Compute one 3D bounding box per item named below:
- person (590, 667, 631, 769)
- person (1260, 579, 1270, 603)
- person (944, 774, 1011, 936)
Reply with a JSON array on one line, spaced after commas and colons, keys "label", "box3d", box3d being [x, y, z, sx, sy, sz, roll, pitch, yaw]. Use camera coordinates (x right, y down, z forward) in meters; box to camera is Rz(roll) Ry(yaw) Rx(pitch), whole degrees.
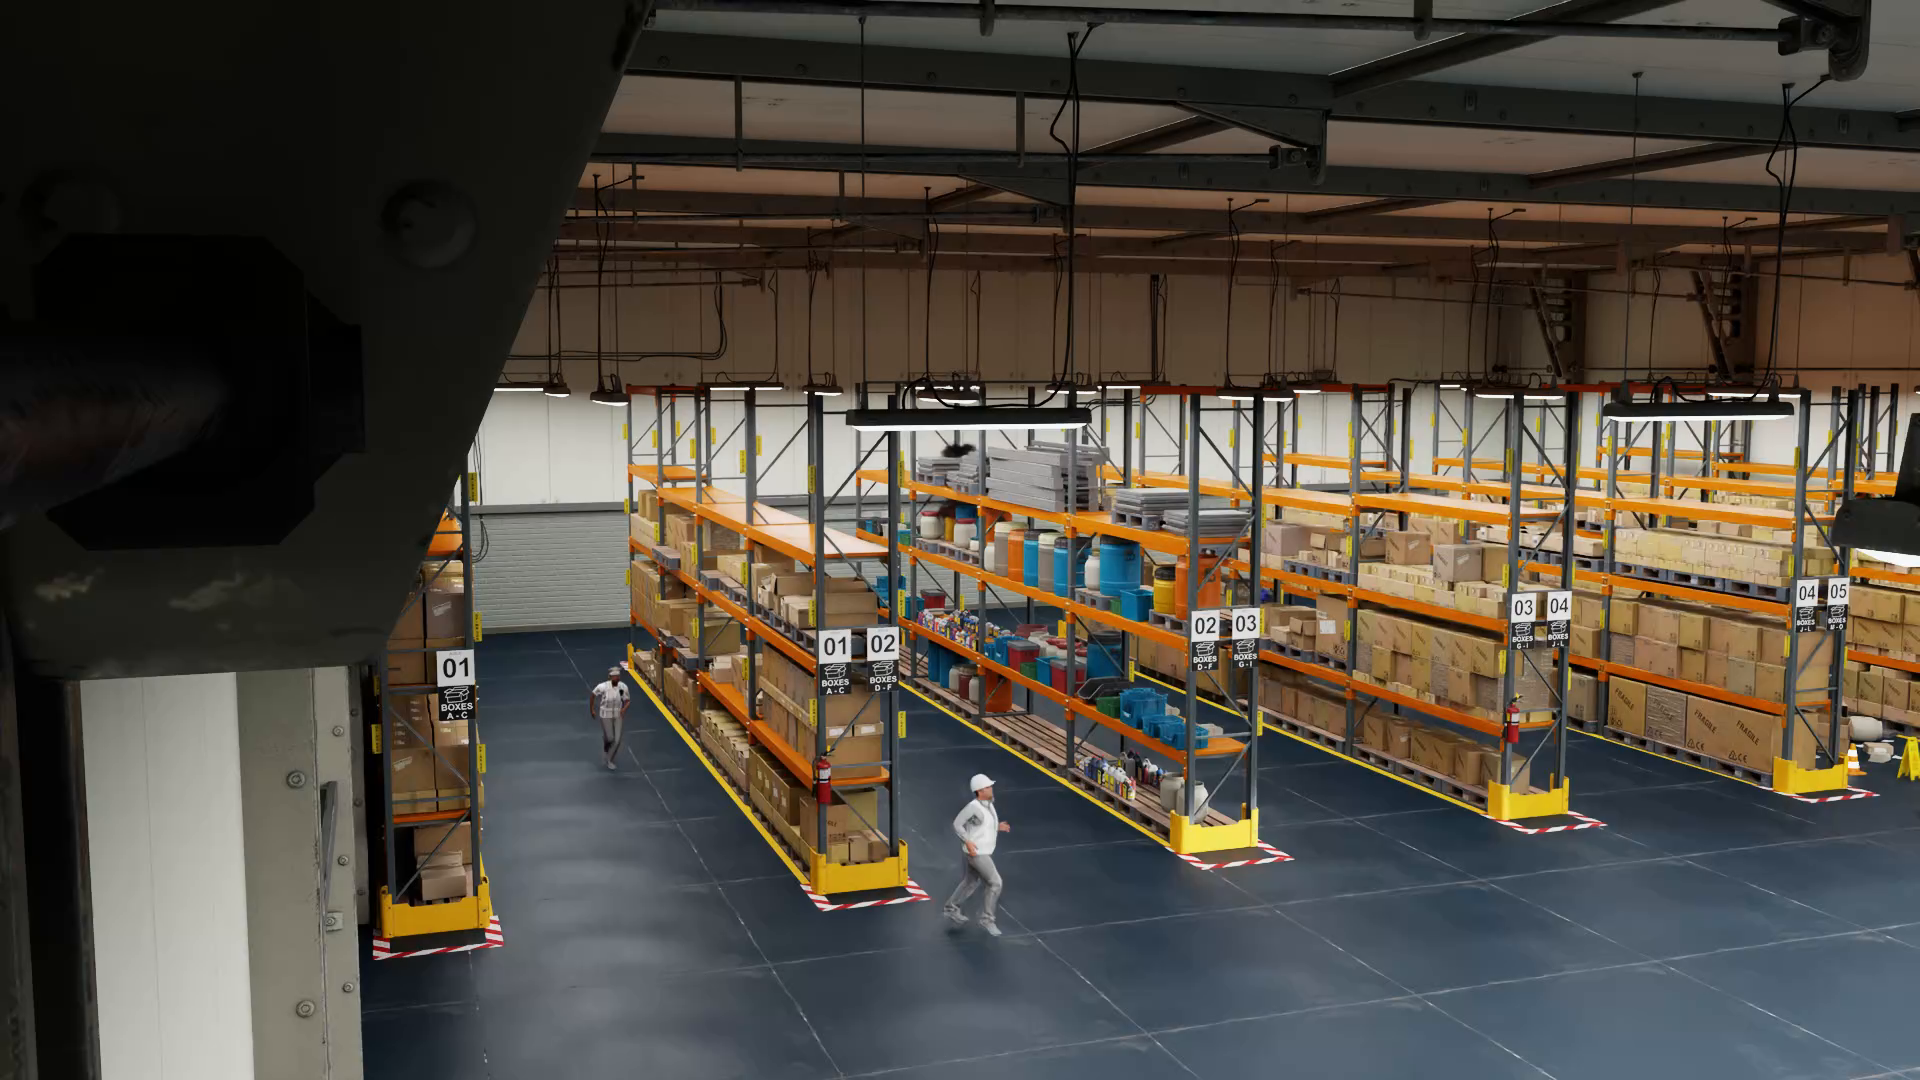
[{"label": "person", "box3d": [-5.526, 2.814, 26.366, 0.615, 1.645, 0.643, -3, 6, -25]}, {"label": "person", "box3d": [6.668, 1.687, 37.236, 0.549, 1.680, 0.687, -1, 6, -7]}, {"label": "person", "box3d": [0.188, 3.529, 18.732, 0.772, 1.835, 0.643, 1, 6, 13]}]
